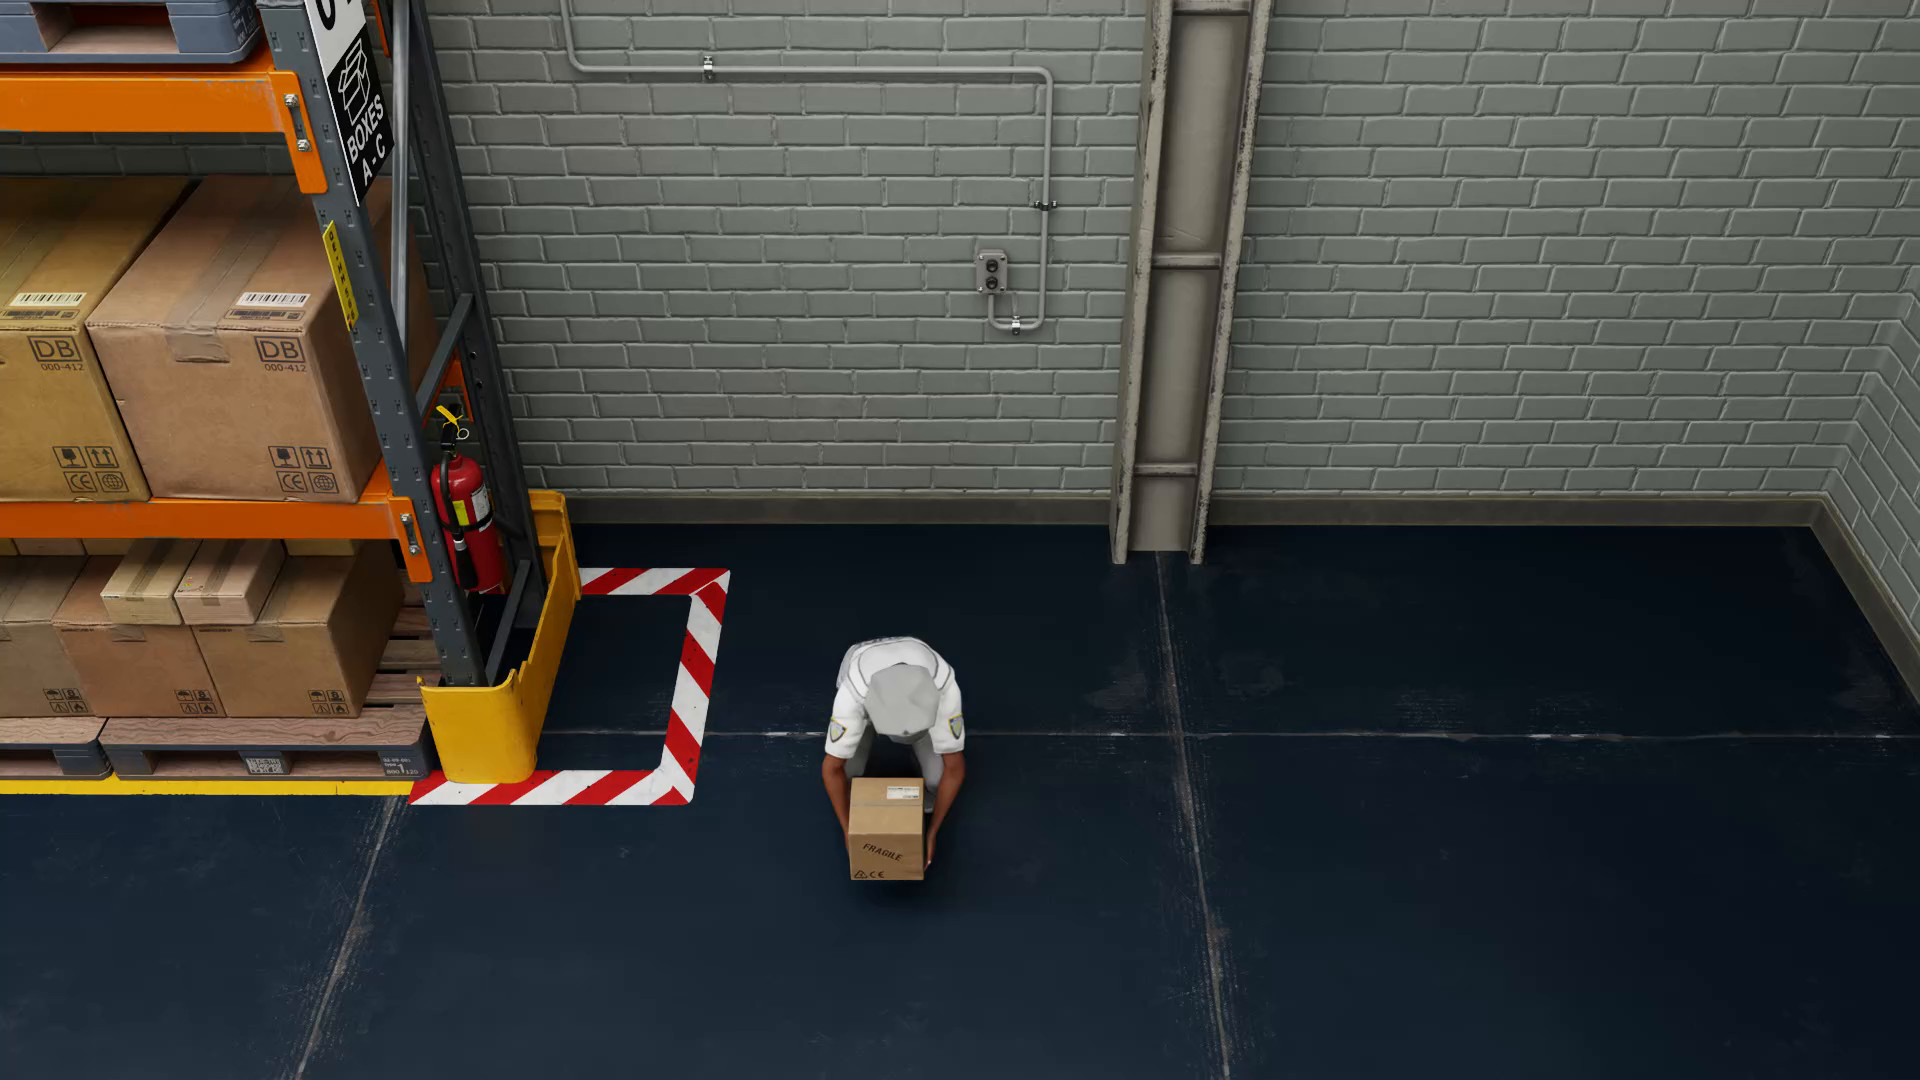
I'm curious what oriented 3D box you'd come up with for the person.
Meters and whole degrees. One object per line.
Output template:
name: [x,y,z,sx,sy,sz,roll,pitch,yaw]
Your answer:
person: [-5.333,3.306,2.059,10.686,1.845,10.192,0,40,0]
